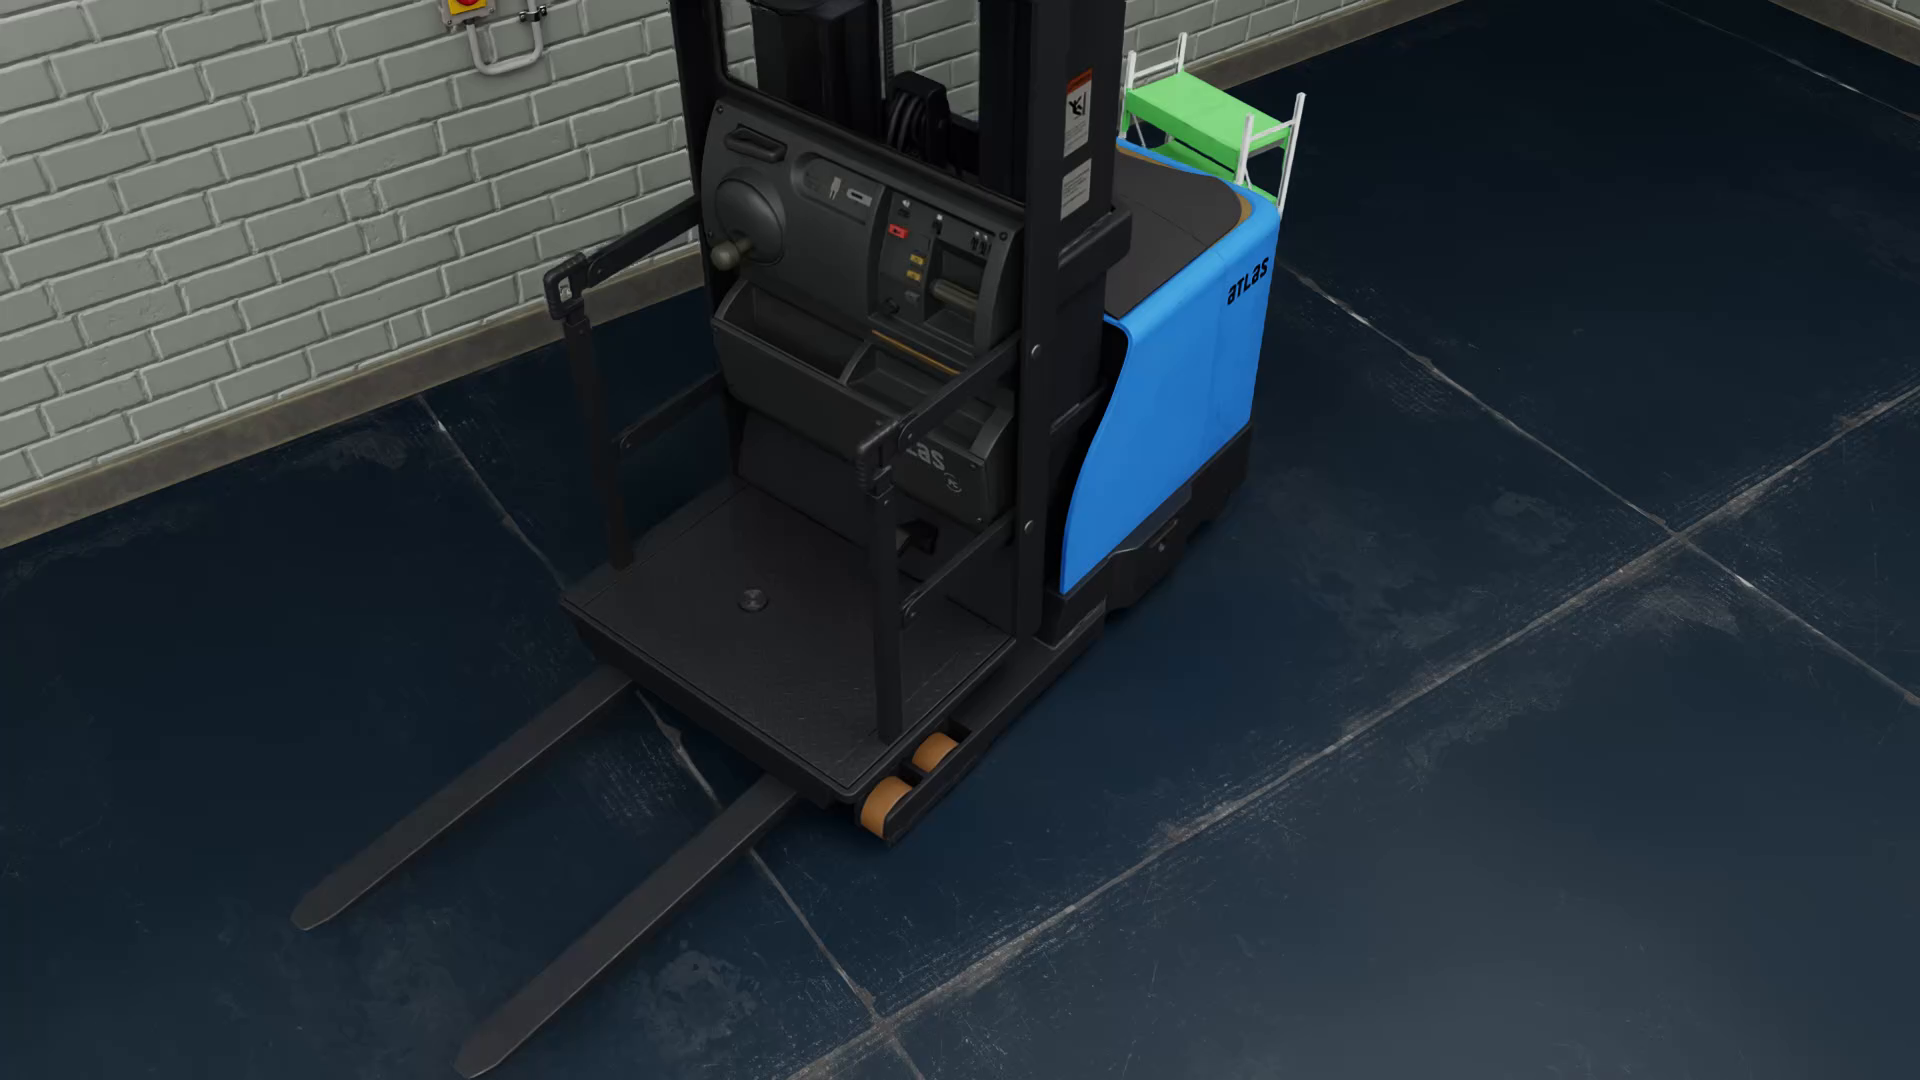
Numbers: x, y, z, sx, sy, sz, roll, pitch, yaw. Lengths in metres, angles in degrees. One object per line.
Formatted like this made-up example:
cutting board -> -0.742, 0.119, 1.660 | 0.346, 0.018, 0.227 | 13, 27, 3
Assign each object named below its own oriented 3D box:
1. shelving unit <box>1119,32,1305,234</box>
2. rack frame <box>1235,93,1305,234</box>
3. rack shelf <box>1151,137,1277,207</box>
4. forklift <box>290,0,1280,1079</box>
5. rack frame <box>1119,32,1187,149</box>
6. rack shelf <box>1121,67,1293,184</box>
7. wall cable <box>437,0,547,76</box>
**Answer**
shelving unit -> 0.739, -0.948, 5.365 | 0.258, 1.200, 0.503 | -28, 50, -30
rack frame -> 0.894, -0.818, 5.229 | 0.240, 1.200, 0.015 | -28, 50, -30
rack shelf -> 0.746, -1.079, 5.247 | 0.258, 0.148, 0.480 | -28, 50, -30
forklift -> -0.393, -0.660, 3.819 | 1.130, 2.935, 3.031 | 29, 51, 27
rack frame -> 0.584, -1.078, 5.501 | 0.240, 1.200, 0.015 | -28, 50, -30
rack shelf -> 0.756, -1.258, 5.088 | 0.258, 0.148, 0.480 | -28, 50, -30
wall cable -> -1.521, -2.124, 4.545 | 0.585, 1.953, 0.123 | -26, 49, -24
